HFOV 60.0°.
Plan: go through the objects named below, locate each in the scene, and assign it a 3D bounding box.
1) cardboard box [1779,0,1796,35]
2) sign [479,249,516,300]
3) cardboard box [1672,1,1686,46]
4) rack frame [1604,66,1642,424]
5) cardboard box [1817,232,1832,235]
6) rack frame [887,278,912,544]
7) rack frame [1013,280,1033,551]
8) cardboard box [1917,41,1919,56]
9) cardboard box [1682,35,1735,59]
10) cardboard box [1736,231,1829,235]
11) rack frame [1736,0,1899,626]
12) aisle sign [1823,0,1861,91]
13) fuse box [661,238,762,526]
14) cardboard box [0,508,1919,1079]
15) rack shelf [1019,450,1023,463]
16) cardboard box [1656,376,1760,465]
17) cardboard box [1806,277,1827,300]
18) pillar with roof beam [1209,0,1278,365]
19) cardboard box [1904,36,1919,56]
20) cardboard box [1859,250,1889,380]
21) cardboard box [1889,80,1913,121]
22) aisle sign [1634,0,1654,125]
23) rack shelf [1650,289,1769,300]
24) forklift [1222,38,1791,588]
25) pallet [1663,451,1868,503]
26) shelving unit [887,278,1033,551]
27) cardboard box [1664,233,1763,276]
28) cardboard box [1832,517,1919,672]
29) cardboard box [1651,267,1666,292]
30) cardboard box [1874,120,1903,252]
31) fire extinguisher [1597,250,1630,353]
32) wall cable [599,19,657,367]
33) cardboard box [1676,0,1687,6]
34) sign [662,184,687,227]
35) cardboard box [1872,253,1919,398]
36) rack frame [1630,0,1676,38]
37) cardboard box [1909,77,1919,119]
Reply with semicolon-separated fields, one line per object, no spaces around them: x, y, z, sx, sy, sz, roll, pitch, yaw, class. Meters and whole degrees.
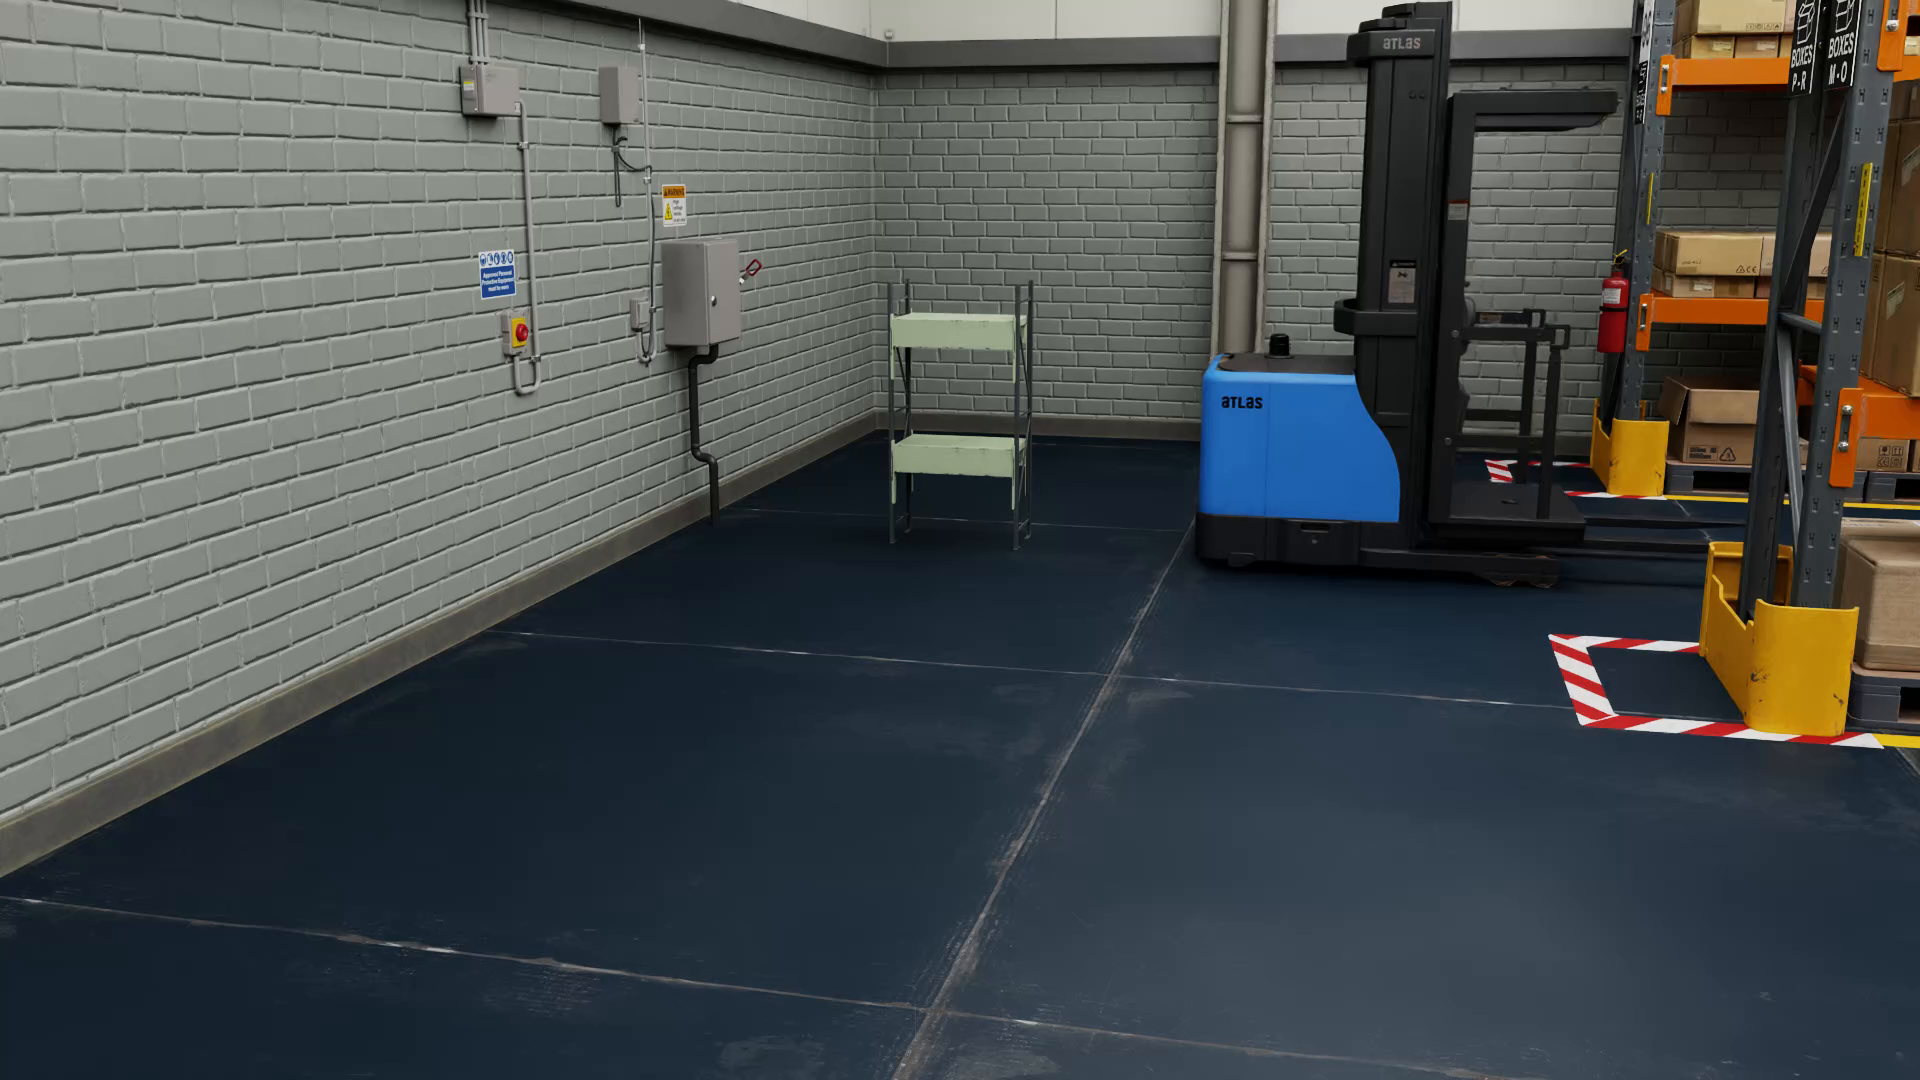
5.425;-3.317;10.493;0.500;0.250;0.500;3;13;15;cardboard box
-2.176;-1.252;7.827;0.001;0.218;0.327;3;13;14;sign
5.058;-3.454;11.109;0.500;0.250;0.500;3;13;13;cardboard box
4.560;-1.882;11.293;0.053;2.616;0.949;3;13;14;rack frame
6.051;-1.933;11.182;0.500;0.250;0.500;3;13;15;cardboard box
-0.349;-0.751;9.655;0.023;1.500;0.400;3;13;14;rack frame
0.362;-0.713;9.484;0.023;1.500;0.400;3;13;14;rack frame
6.049;-3.088;10.381;0.250;0.149;0.380;3;13;13;cardboard box
4.815;-3.159;10.704;0.250;0.149;0.380;3;13;15;cardboard box
5.571;-1.960;11.302;0.500;0.250;0.500;3;13;14;cardboard box
3.375;-0.839;6.591;0.127;3.000;1.000;3;13;14;rack frame
3.236;-2.051;6.051;0.004;0.787;0.394;3;13;14;aisle sign
-1.460;-0.932;9.984;0.414;1.711;0.539;3;13;14;fuse box
4.263;0.002;6.146;13.522;1.550;6.103;3;13;13;cardboard box
0.006;-0.483;9.625;0.664;0.071;0.332;3;13;14;rack shelf
5.132;-0.818;11.288;0.637;0.503;0.797;3;13;11;cardboard box
5.567;-1.650;10.825;0.250;0.149;0.380;3;13;15;cardboard box
1.128;-4.236;8.051;0.400;9.000;9.100;3;13;14;pillar with roof beam
5.794;-3.088;10.381;0.250;0.149;0.380;3;13;13;cardboard box
3.907;-0.919;6.718;0.500;0.500;0.500;3;13;14;cardboard box
3.772;-1.716;6.507;0.250;0.149;0.380;3;13;14;cardboard box
4.424;-3.094;10.752;0.004;0.787;0.394;3;13;14;aisle sign
6.503;-1.524;10.885;3.809;0.124;0.919;3;13;14;rack shelf
2.894;-1.260;8.851;2.937;2.843;1.107;3;13;12;forklift
5.409;-0.477;11.395;1.213;0.211;1.003;3;13;14;pallet
0.006;-0.732;9.570;0.755;1.500;0.400;3;13;14;shelving unit
4.937;-1.875;10.919;0.500;0.250;0.500;3;13;14;cardboard box
4.040;0.220;6.763;0.875;0.438;0.875;3;13;12;cardboard box
4.947;-1.800;11.500;0.250;0.149;0.380;3;13;13;cardboard box
3.900;-1.401;6.584;0.500;0.500;0.500;4;13;15;cardboard box
4.307;-1.574;10.941;0.183;0.674;0.296;3;13;14;fire extinguisher
-1.776;-1.922;9.124;0.122;1.984;0.588;3;13;14;wall cable
5.059;-3.699;11.062;0.500;0.250;0.500;3;13;12;cardboard box
-1.674;-1.963;9.751;0.001;0.242;0.339;3;13;14;sign
3.773;-0.803;6.195;0.500;0.500;0.500;3;13;13;cardboard box
4.561;-4.812;10.646;0.127;3.000;1.000;3;13;14;rack frame
3.654;-1.616;6.056;0.250;0.149;0.380;3;13;15;cardboard box
